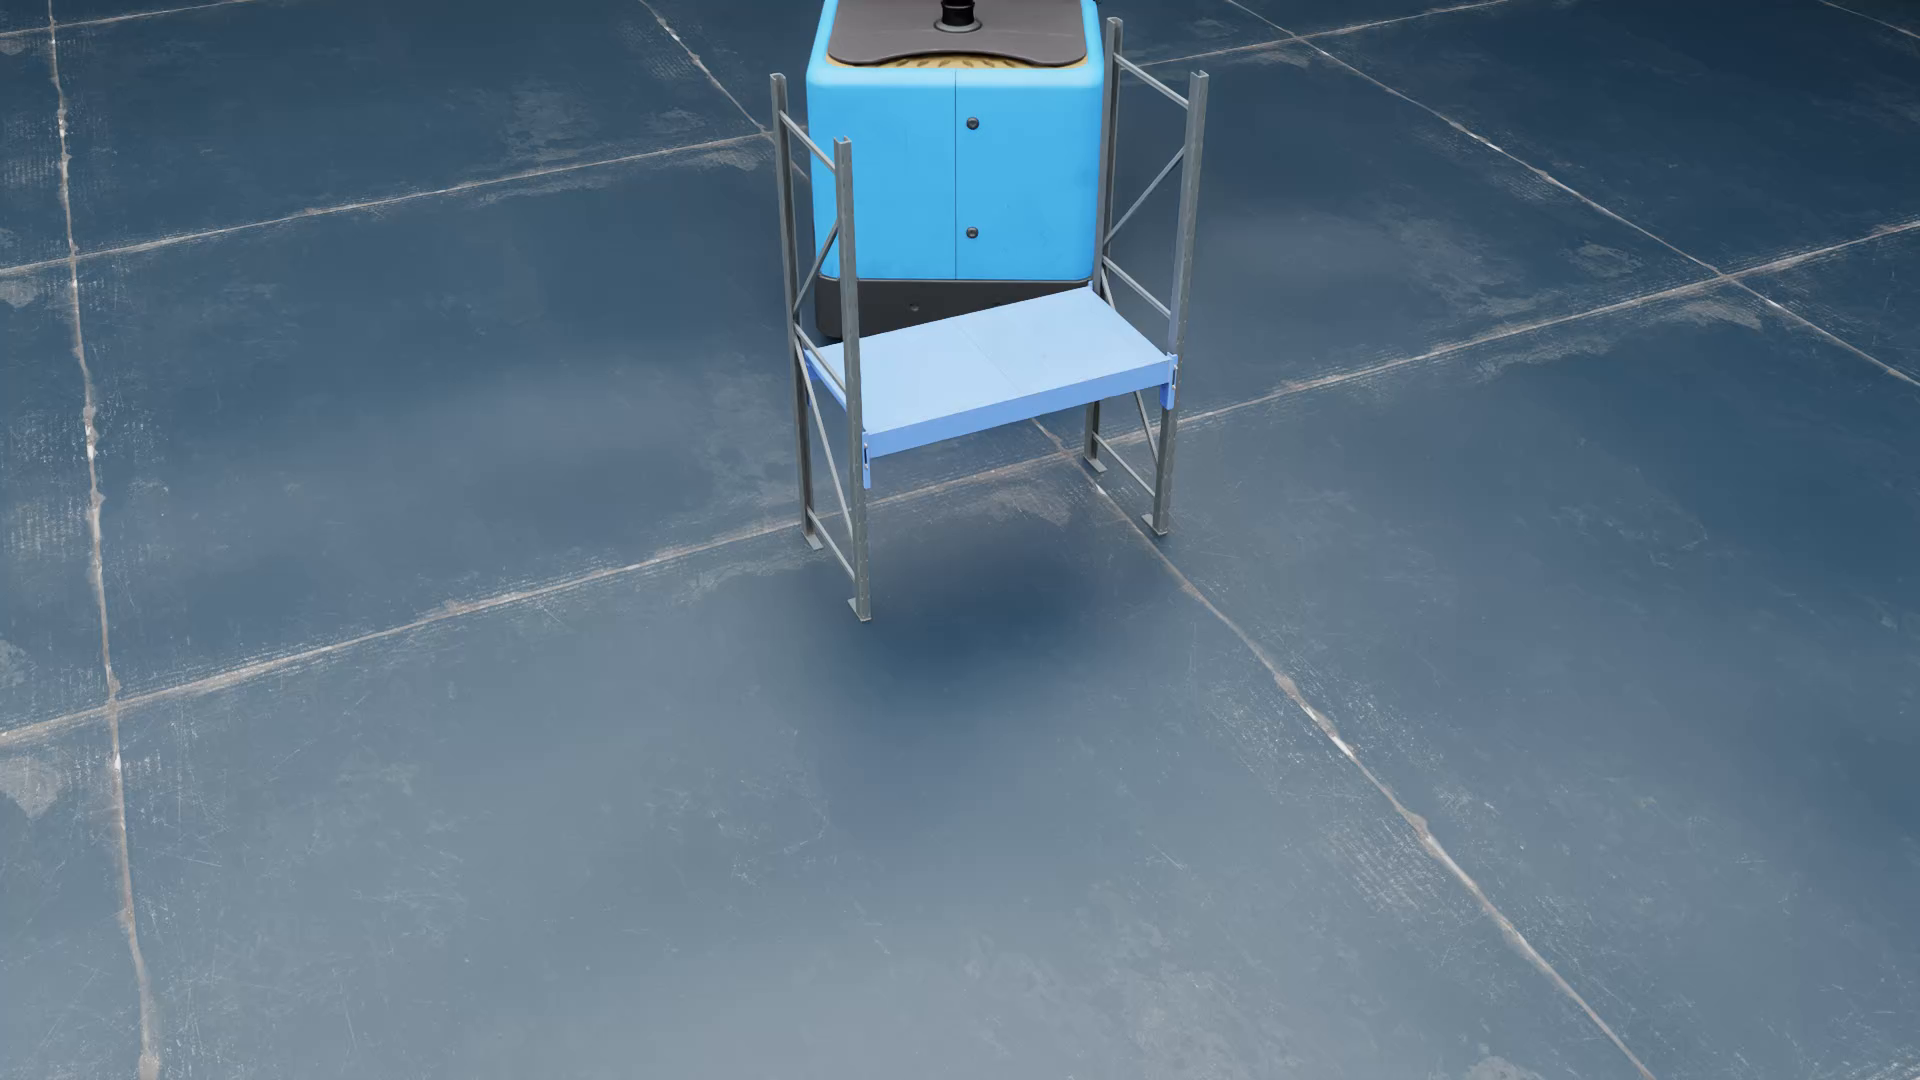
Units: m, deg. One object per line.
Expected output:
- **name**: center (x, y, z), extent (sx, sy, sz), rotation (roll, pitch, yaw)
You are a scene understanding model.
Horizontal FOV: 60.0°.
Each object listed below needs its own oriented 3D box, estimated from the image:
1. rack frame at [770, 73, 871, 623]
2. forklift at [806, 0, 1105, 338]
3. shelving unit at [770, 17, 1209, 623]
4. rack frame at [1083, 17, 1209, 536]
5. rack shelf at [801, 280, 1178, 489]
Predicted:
- **rack frame**: center (-0.383, -0.495, 4.659), extent (0.032, 1.500, 0.500), rotation (-16, 39, -20)
- **forklift**: center (0.014, -2.759, 6.510), extent (1.130, 2.935, 3.031), rotation (1, 37, 1)
- **shelving unit**: center (0.077, -0.624, 4.832), extent (1.048, 1.500, 0.538), rotation (-16, 39, -20)
- **rack frame**: center (0.537, -0.753, 5.006), extent (0.032, 1.500, 0.500), rotation (-16, 39, -20)
- **rack shelf**: center (0.077, -0.480, 4.939), extent (1.000, 0.185, 0.538), rotation (-16, 39, -20)
